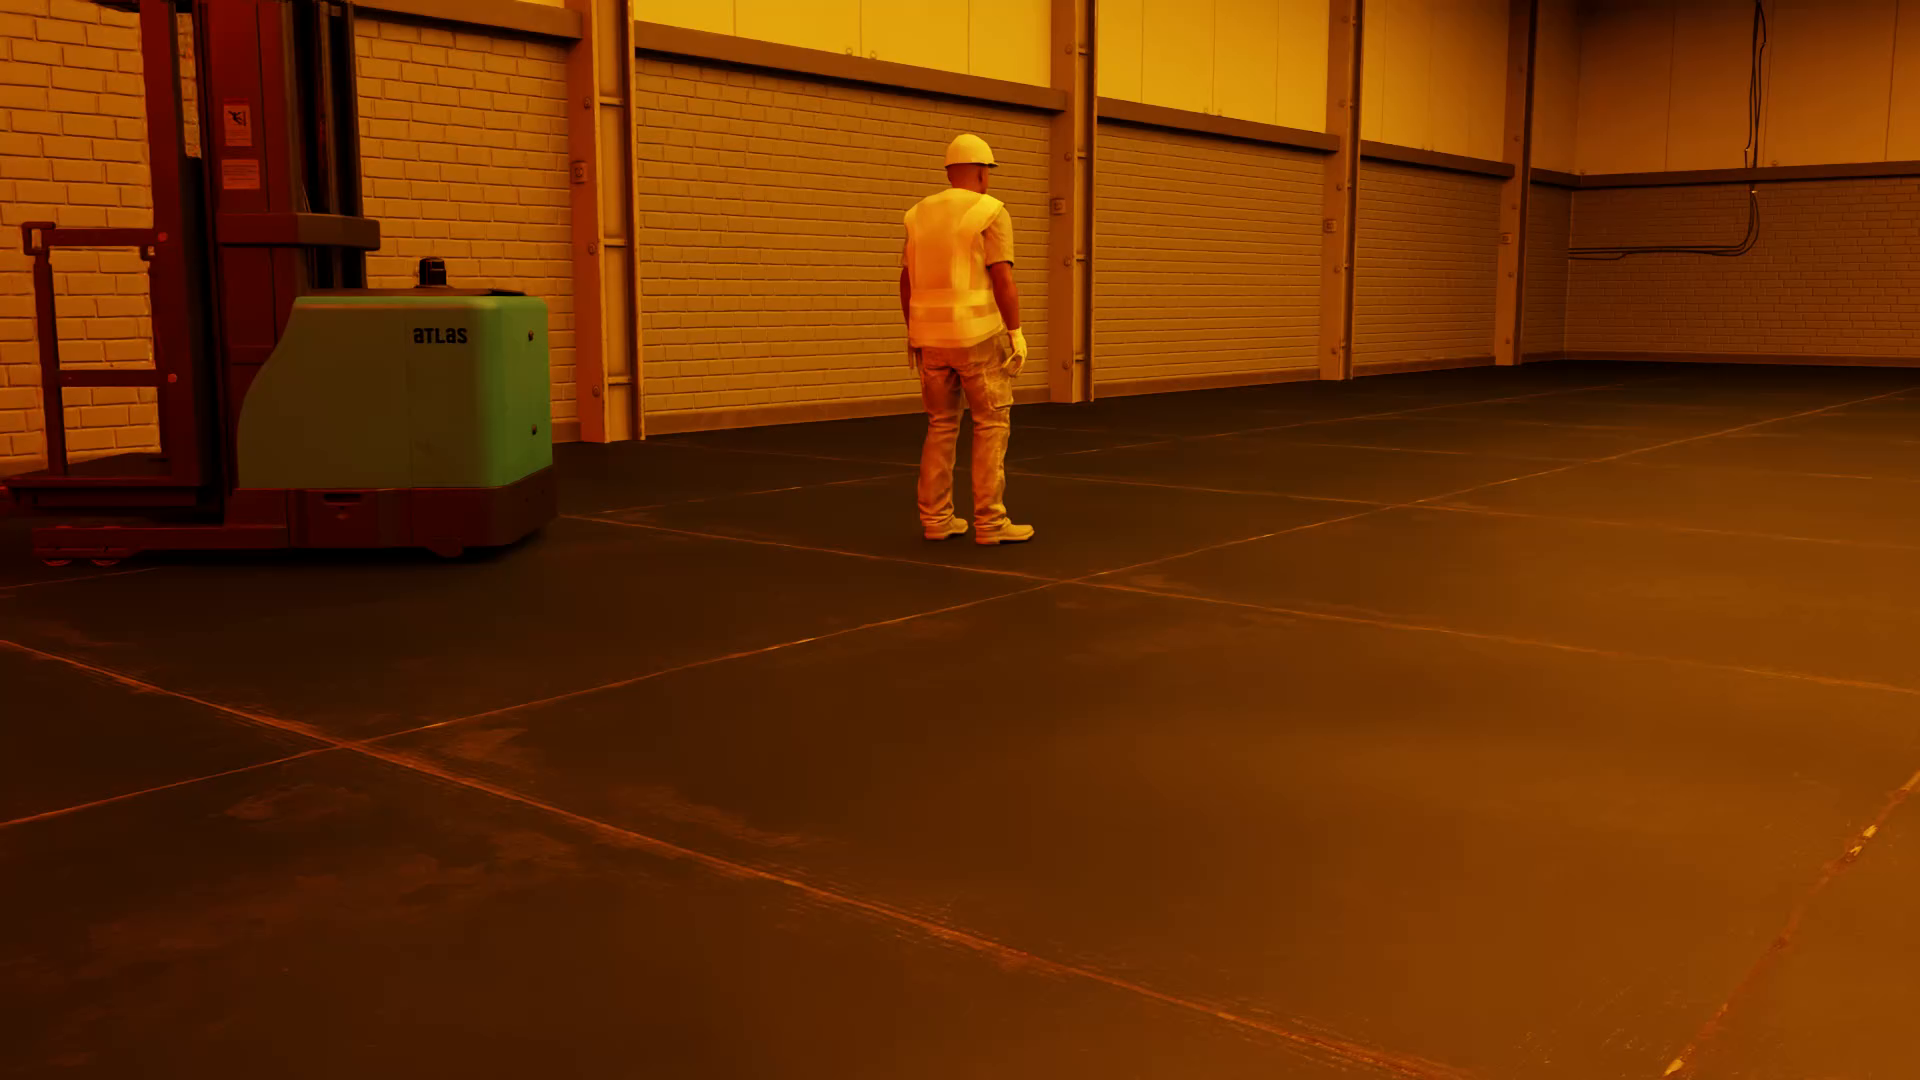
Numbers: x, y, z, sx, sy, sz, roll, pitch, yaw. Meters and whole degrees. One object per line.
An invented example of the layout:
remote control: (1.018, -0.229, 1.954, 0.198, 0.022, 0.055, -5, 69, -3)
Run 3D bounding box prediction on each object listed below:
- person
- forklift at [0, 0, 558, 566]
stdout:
person: (0.019, -0.881, 7.311, 0.617, 1.773, 0.449, 6, 10, 37)
forklift: (-3.357, -1.422, 6.998, 3.031, 2.935, 1.130, 0, 8, -1)
